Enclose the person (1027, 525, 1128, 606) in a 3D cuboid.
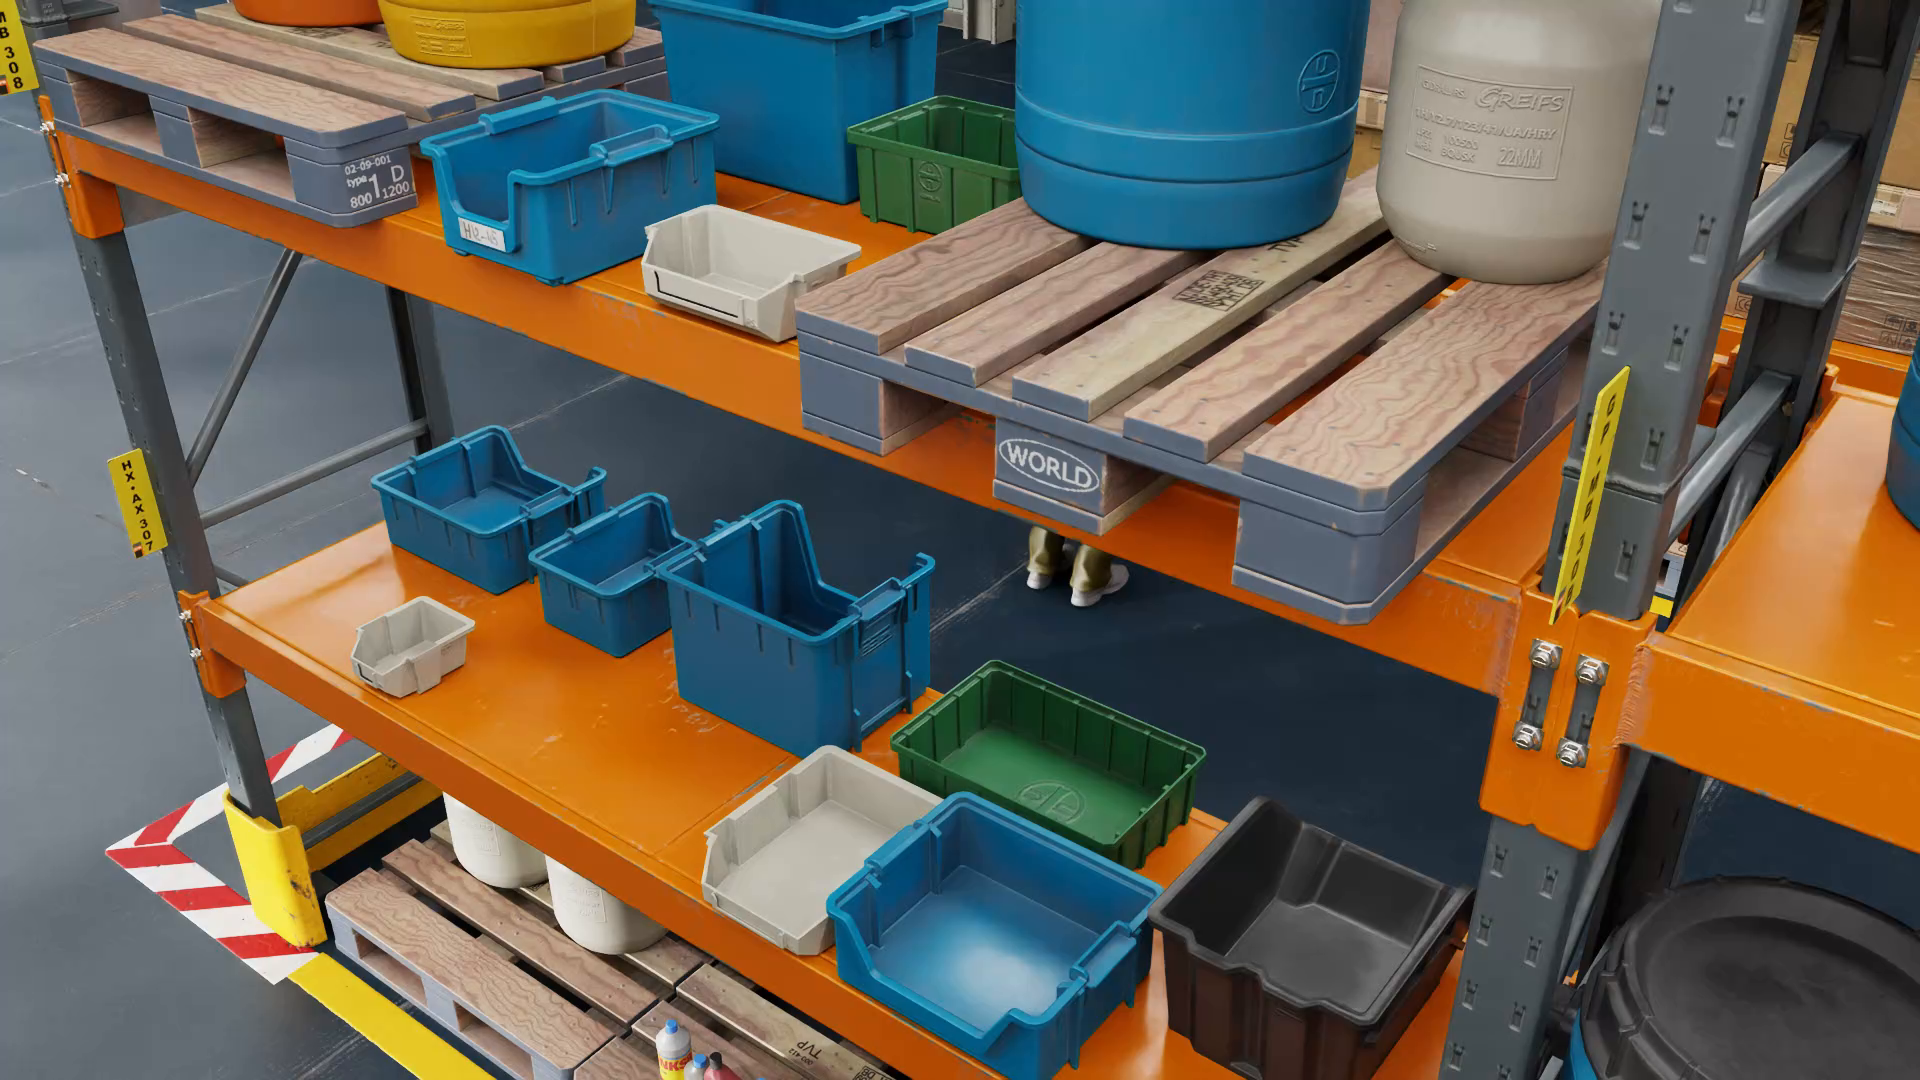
[{"bbox_3d":[0.600,-0.546,7.252,0.550,1.603,0.716,20,36,30],"label":"person"}]
